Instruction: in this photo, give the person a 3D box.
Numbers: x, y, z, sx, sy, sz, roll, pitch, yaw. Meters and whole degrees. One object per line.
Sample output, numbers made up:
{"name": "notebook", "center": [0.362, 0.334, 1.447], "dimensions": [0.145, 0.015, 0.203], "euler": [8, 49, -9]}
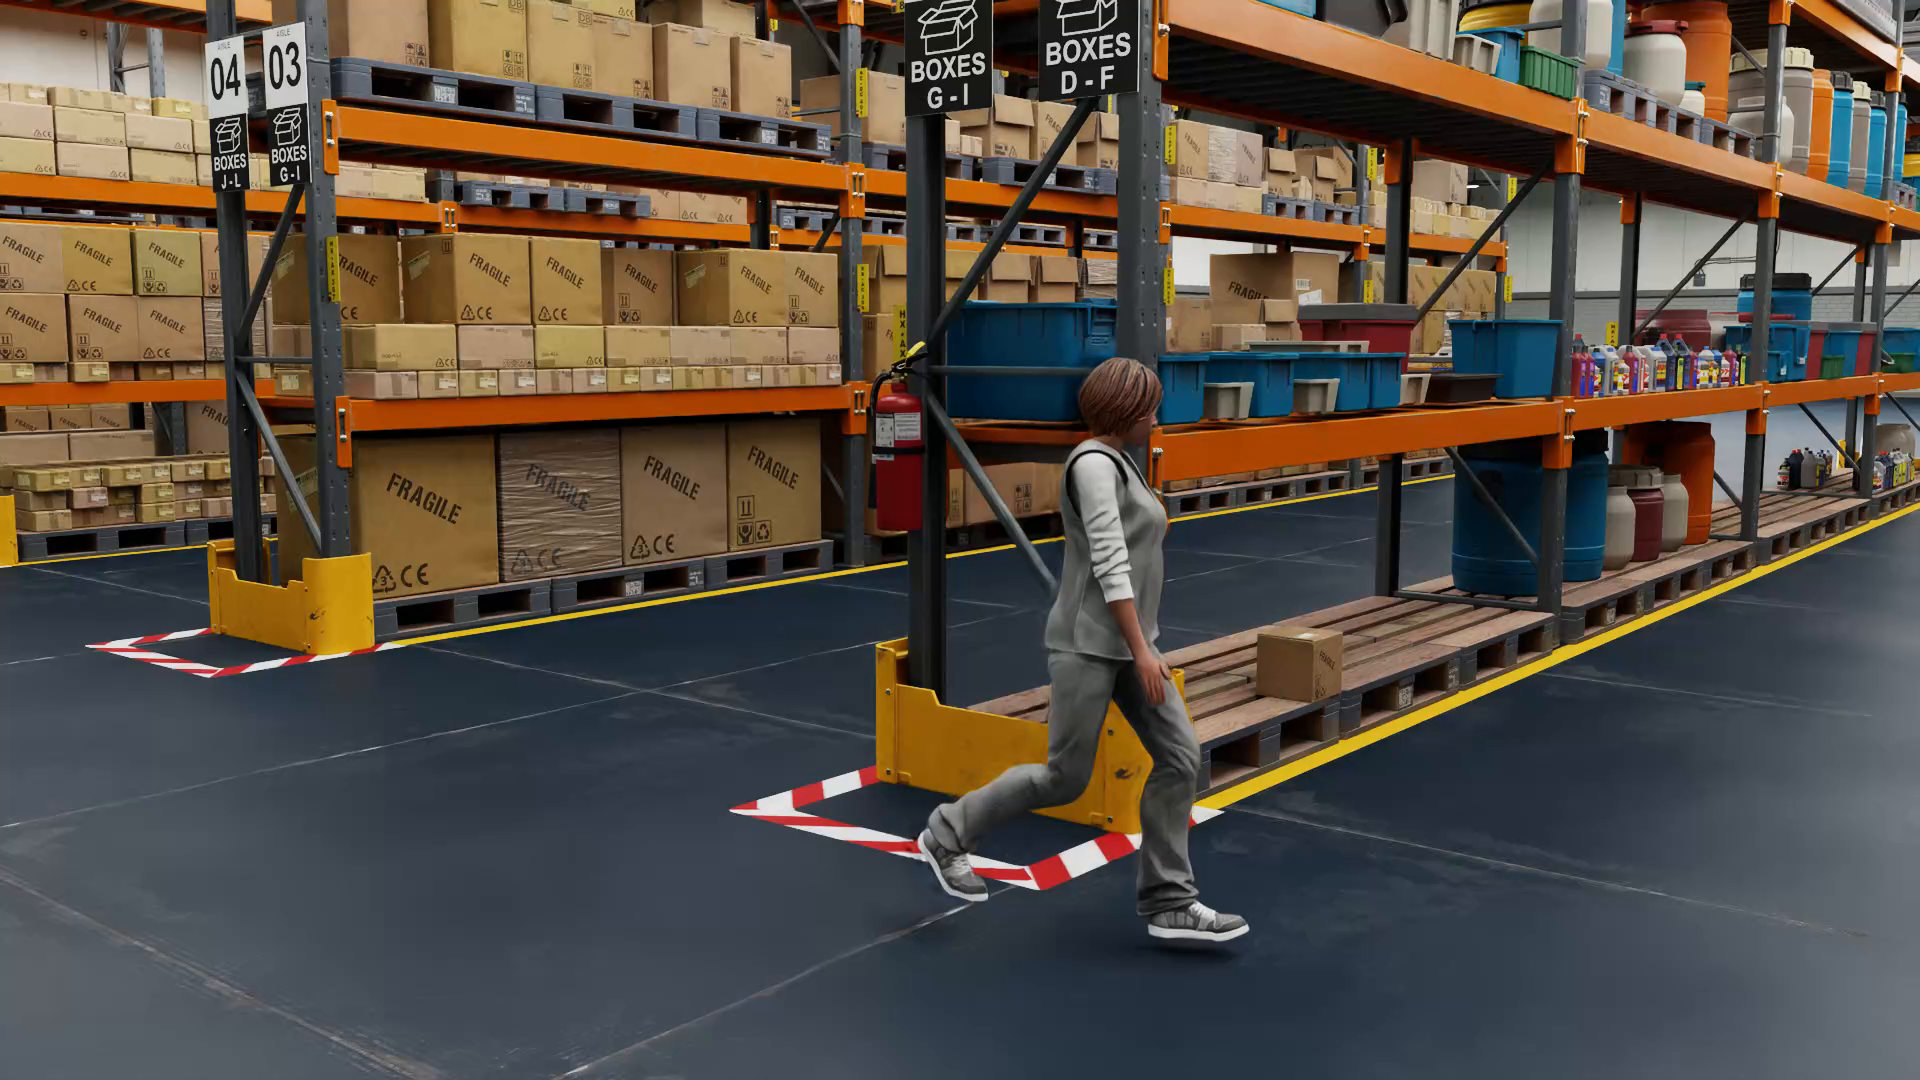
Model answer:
{"name": "person", "center": [0.353, 0.281, 4.488], "dimensions": [0.908, 1.531, 0.421], "euler": [3, 7, 23]}
